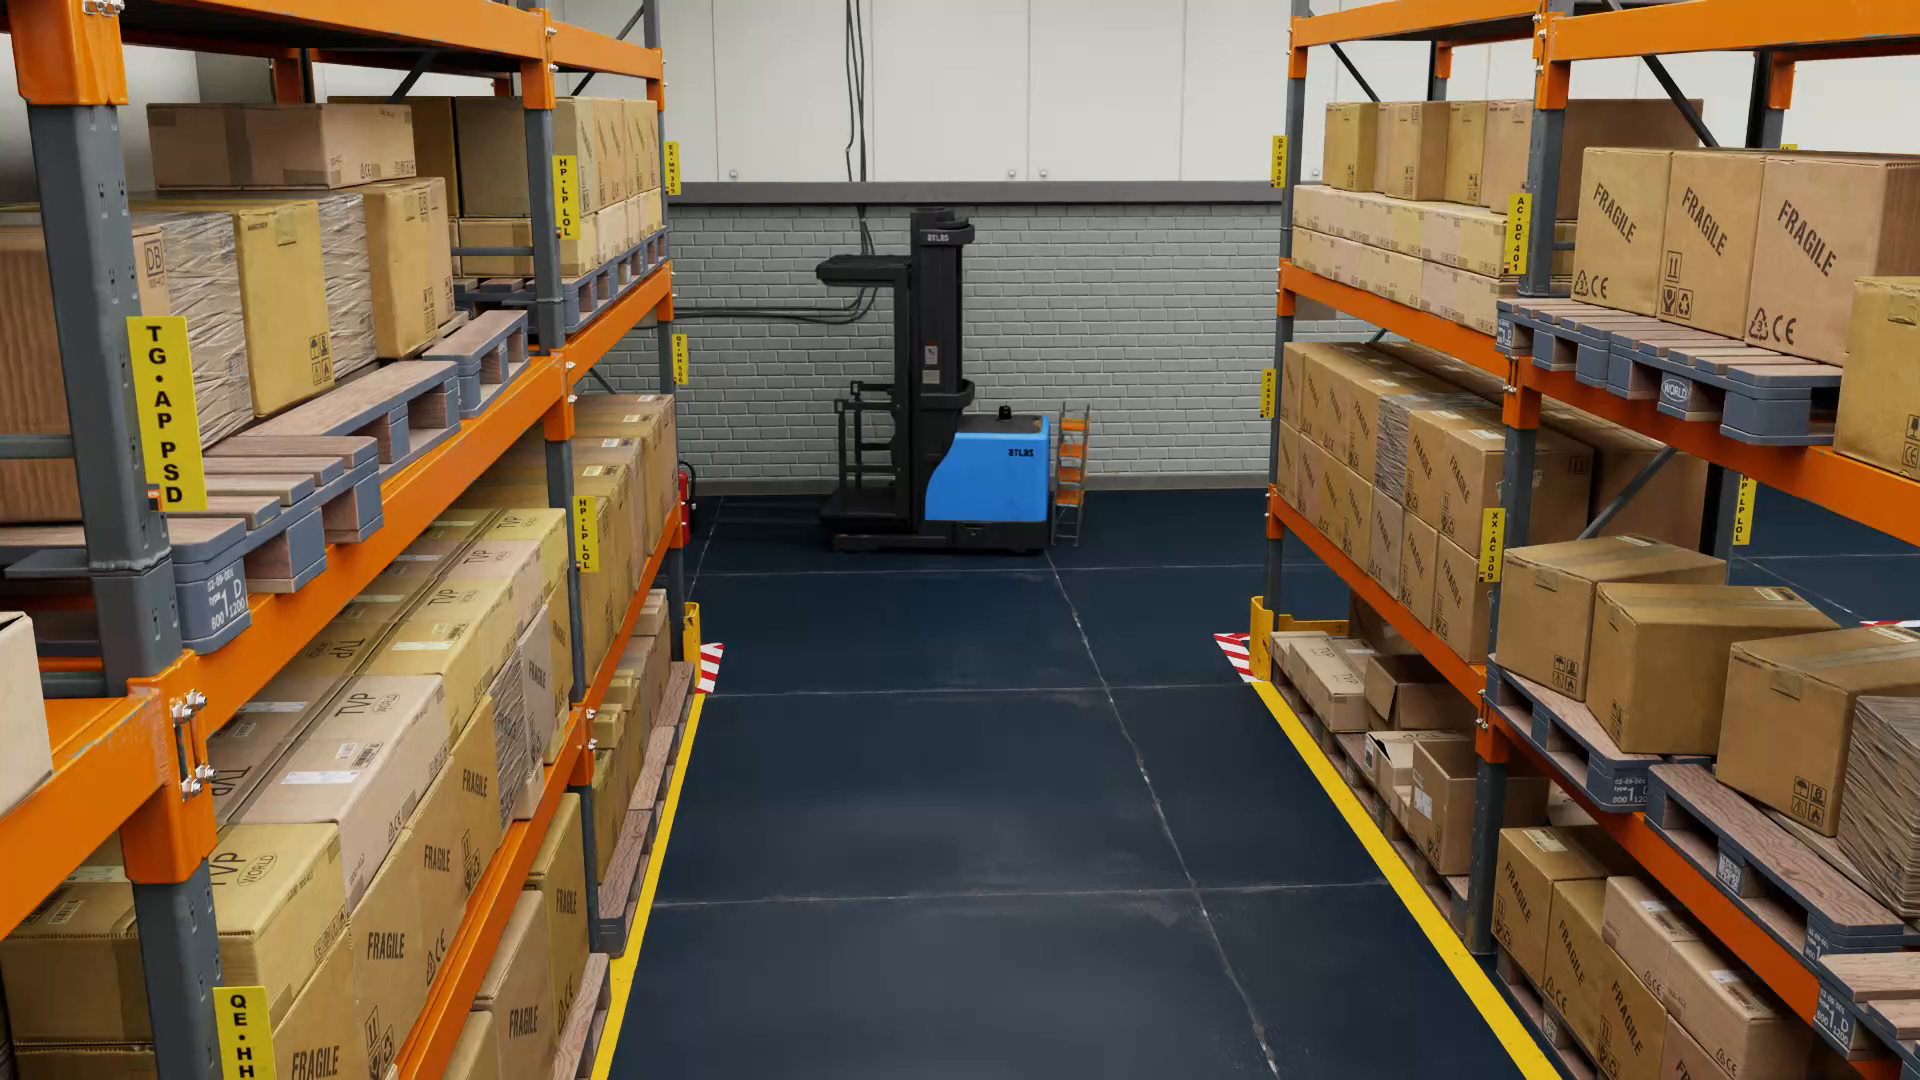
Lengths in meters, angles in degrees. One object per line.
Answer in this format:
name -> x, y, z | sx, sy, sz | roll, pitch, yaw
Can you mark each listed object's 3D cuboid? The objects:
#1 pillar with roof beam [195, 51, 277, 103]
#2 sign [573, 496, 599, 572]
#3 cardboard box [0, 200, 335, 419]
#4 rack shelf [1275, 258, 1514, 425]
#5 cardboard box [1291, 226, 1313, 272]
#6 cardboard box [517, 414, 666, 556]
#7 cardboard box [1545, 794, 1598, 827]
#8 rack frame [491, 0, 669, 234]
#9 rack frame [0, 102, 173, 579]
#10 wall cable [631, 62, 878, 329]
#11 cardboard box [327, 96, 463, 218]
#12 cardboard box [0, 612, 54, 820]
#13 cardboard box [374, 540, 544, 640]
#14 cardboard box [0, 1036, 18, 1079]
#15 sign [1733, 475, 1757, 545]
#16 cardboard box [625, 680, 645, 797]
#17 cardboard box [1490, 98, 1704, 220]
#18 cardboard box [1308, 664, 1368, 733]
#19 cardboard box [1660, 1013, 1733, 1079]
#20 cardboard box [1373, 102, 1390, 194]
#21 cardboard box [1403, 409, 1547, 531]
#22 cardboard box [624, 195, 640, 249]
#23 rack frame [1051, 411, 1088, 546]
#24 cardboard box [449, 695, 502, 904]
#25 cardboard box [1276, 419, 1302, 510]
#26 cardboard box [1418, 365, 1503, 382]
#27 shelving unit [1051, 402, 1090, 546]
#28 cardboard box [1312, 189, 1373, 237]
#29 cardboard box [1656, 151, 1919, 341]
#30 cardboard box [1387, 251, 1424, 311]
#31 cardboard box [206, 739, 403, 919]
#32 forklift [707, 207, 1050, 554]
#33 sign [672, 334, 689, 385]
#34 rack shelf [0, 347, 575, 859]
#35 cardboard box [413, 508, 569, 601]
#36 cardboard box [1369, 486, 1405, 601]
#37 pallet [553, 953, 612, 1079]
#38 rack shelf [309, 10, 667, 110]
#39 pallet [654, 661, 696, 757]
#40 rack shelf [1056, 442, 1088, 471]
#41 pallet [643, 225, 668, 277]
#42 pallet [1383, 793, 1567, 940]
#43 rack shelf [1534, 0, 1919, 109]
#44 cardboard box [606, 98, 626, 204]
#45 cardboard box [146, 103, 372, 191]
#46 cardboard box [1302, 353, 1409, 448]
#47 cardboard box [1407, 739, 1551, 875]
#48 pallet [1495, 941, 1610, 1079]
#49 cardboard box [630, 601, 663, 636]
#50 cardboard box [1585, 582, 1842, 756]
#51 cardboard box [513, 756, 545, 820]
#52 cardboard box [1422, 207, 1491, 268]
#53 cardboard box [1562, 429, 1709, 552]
pillar with roof beam -> 1.286, -2.623, 7.160 | 9.100, 9.000, 0.400 | -1, 14, -3
sign -> -1.563, -0.023, 6.932 | 0.100, 0.325, 0.005 | -1, 14, -3
cardboard box -> -2.050, -0.598, 4.227 | 0.700, 0.500, 0.500 | 0, 14, -1
rack shelf -> 2.716, -1.169, 8.975 | 1.077, 0.370, 4.000 | -1, 14, -3
cardboard box -> 2.370, -1.811, 10.325 | 0.500, 0.250, 0.500 | -1, 14, -3
cardboard box -> -2.254, -0.323, 9.659 | 0.980, 0.700, 0.700 | -1, 14, -4
cardboard box -> 3.030, 1.414, 8.024 | 0.500, 0.311, 0.500 | -1, 14, -3
rack frame -> -2.351, -3.390, 10.144 | 1.000, 3.000, 0.127 | -1, 14, -3
rack frame -> -1.856, -1.401, 2.411 | 1.000, 3.000, 0.127 | -1, 14, -3
wall cable -> -2.345, -3.299, 16.019 | 3.097, 2.526, 0.112 | -1, 14, -3
cardboard box -> -2.380, -1.655, 7.173 | 0.500, 0.500, 0.500 | -1, 14, -4
cardboard box -> -1.542, 0.260, 2.113 | 0.500, 0.311, 0.500 | -1, 14, -3
cardboard box -> -1.797, 0.184, 5.948 | 0.500, 0.250, 0.500 | -1, 14, -2
cardboard box -> -2.148, 1.189, 3.547 | 0.500, 0.500, 0.500 | -1, 14, -3
sign -> 3.394, -0.138, 7.218 | 0.100, 0.325, 0.005 | -1, 14, -3
cardboard box -> -2.105, 1.077, 8.995 | 0.700, 0.500, 0.500 | -1, 14, -2
cardboard box -> 2.772, -1.673, 7.282 | 0.700, 0.500, 0.500 | -1, 14, -3
cardboard box -> 2.405, 0.945, 9.970 | 0.500, 0.250, 0.500 | -1, 14, -3
cardboard box -> 2.725, 1.937, 5.613 | 0.500, 0.500, 0.500 | -1, 14, -6
cardboard box -> 2.725, -2.172, 9.220 | 0.700, 0.500, 0.500 | -1, 14, -3
cardboard box -> 2.516, -0.349, 8.157 | 0.500, 0.500, 0.500 | -1, 14, -5
cardboard box -> -1.971, -1.680, 8.773 | 0.500, 0.250, 0.500 | -1, 14, -5
rack frame -> 0.961, -0.535, 14.670 | 0.240, 1.200, 0.015 | 5, 15, 6
cardboard box -> -1.723, 0.795, 5.080 | 0.500, 0.500, 0.500 | 0, 14, -2
cardboard box -> 2.357, -0.496, 10.735 | 0.500, 0.500, 0.500 | -1, 14, -2
cardboard box -> 2.963, -0.734, 9.652 | 0.500, 0.500, 0.500 | 0, 14, -2
shelving unit -> 0.991, -0.595, 14.904 | 0.258, 1.200, 0.503 | 5, 15, 6
cardboard box -> 2.388, -1.928, 9.779 | 0.500, 0.250, 0.500 | -1, 14, -3
cardboard box -> 2.862, -1.028, 5.739 | 0.600, 0.600, 0.600 | -1, 14, -4
cardboard box -> 2.485, -1.313, 8.391 | 0.500, 0.250, 0.500 | -1, 14, -3
cardboard box -> -1.661, 0.689, 3.987 | 0.500, 0.250, 0.500 | -1, 14, -4
forklift -> -0.716, -1.429, 14.699 | 3.031, 2.935, 1.130 | 1, 14, 4
sign -> -1.809, -1.165, 10.736 | 0.100, 0.325, 0.005 | -1, 14, -3
rack shelf -> -1.980, -0.097, 4.807 | 1.077, 0.370, 4.000 | -1, 14, -3
cardboard box -> -1.819, 0.057, 6.443 | 0.500, 0.250, 0.500 | -1, 14, -2
cardboard box -> 2.486, 0.008, 8.775 | 0.500, 0.500, 0.500 | -1, 14, -2
pallet -> -1.981, 2.051, 6.631 | 1.003, 0.211, 1.213 | -1, 14, -3
rack shelf -> -2.228, -2.351, 8.350 | 1.077, 0.370, 4.000 | -1, 14, -3
pallet -> -2.224, 1.063, 10.470 | 1.003, 0.211, 1.213 | -1, 14, -3
rack shelf -> 0.999, -0.746, 14.865 | 0.258, 0.148, 0.480 | 5, 15, 6
pallet -> -2.295, -1.710, 9.812 | 1.003, 0.211, 1.213 | -1, 14, -3
pallet -> 2.799, 1.612, 8.337 | 1.003, 0.211, 1.213 | -1, 14, -3
rack shelf -> 2.964, -1.433, 4.784 | 1.077, 0.370, 4.000 | -1, 14, -3
cardboard box -> -1.942, -1.917, 8.191 | 0.500, 0.500, 0.500 | -1, 14, -3
cardboard box -> -2.131, -1.209, 5.099 | 0.500, 0.250, 0.500 | -1, 14, -5
cardboard box -> 2.397, -0.851, 10.105 | 0.500, 0.500, 0.500 | -1, 14, -3
cardboard box -> 2.522, 1.293, 8.116 | 0.500, 0.500, 0.500 | -1, 14, -3
pallet -> 2.928, 1.985, 6.889 | 1.003, 0.211, 1.213 | -1, 14, -3
cardboard box -> -2.002, 0.473, 10.039 | 0.380, 0.149, 0.250 | 0, 14, -2
cardboard box -> 2.752, 0.472, 6.128 | 0.700, 0.500, 0.500 | 1, 14, 5
cardboard box -> -1.715, 0.894, 5.996 | 0.380, 0.149, 0.250 | -1, 14, -3
cardboard box -> 2.511, -1.431, 7.845 | 0.500, 0.250, 0.500 | -1, 14, -3
cardboard box -> 3.092, -0.222, 7.661 | 0.500, 0.500, 0.500 | -1, 14, -2
